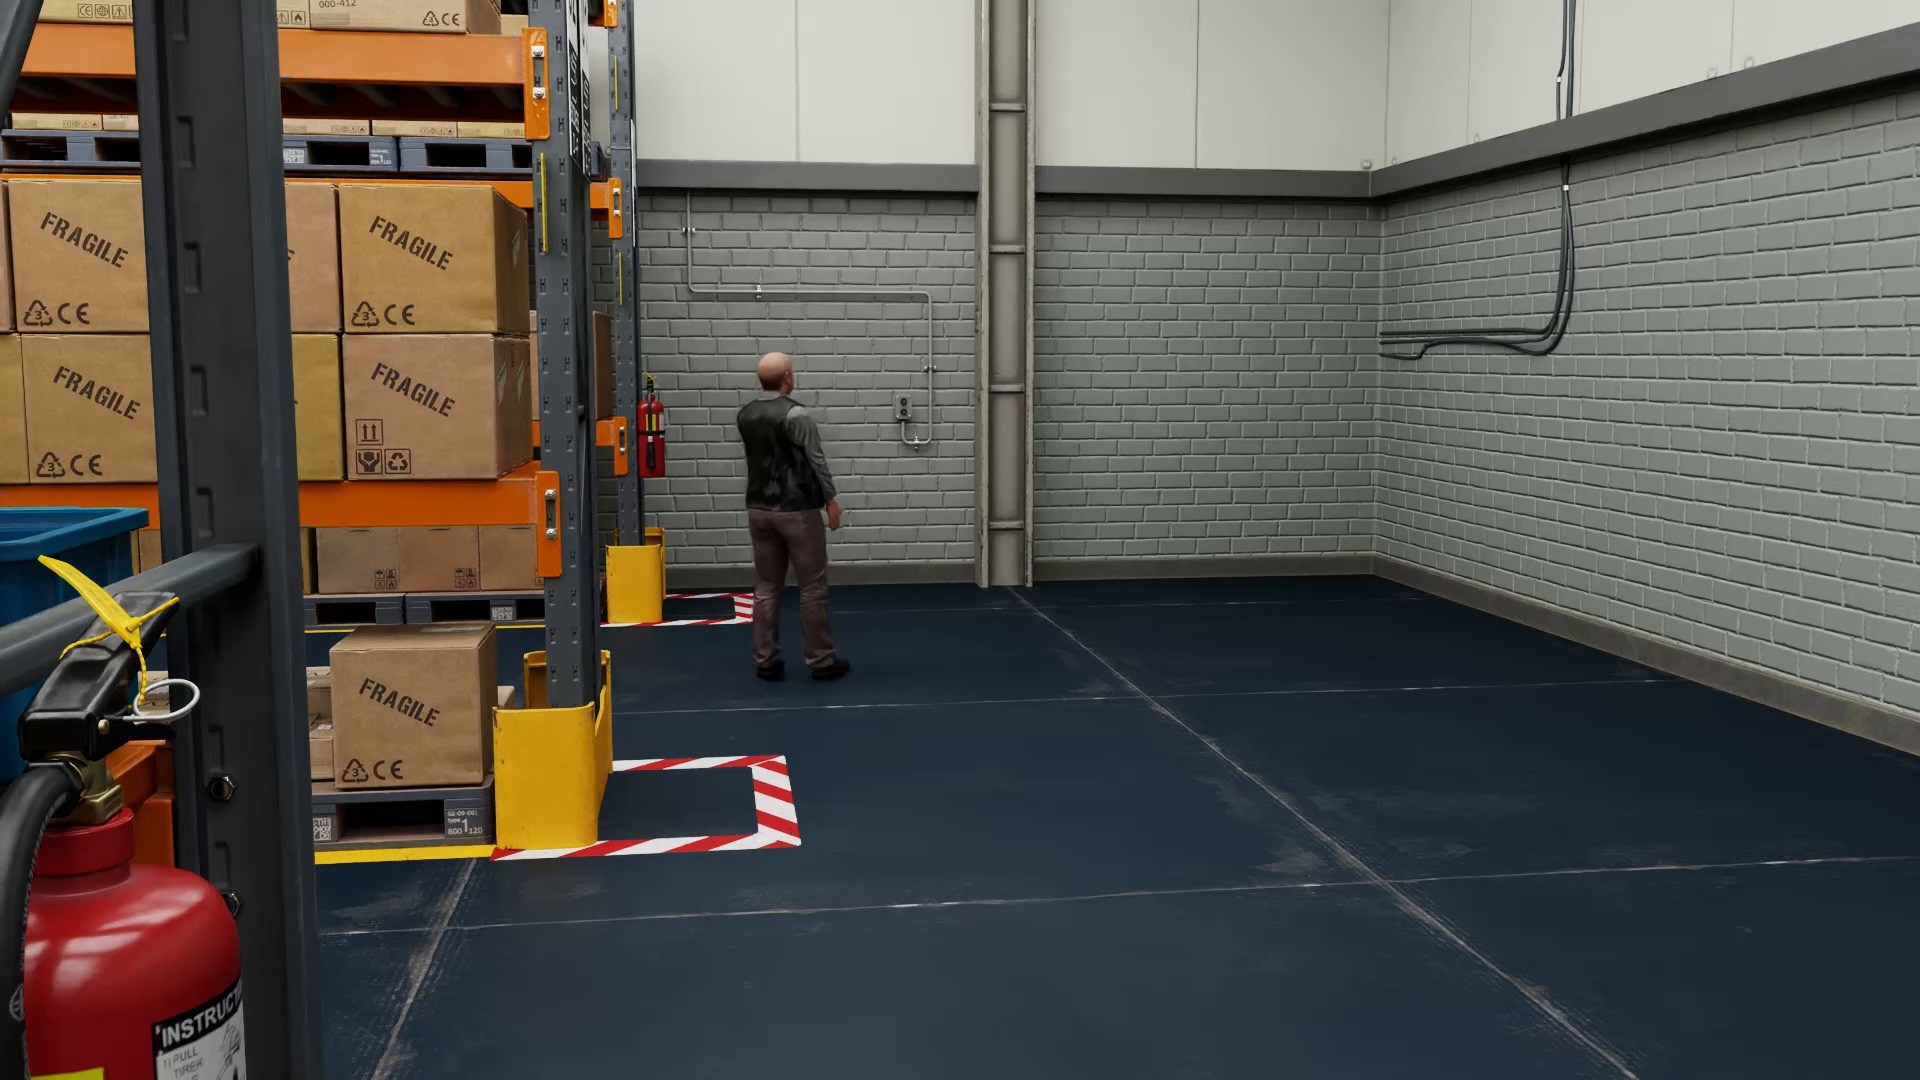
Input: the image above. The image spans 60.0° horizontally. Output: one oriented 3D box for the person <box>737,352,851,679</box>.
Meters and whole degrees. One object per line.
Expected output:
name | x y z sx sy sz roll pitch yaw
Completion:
person | -0.887 -0.133 8.874 0.534 1.728 0.516 5 8 37
